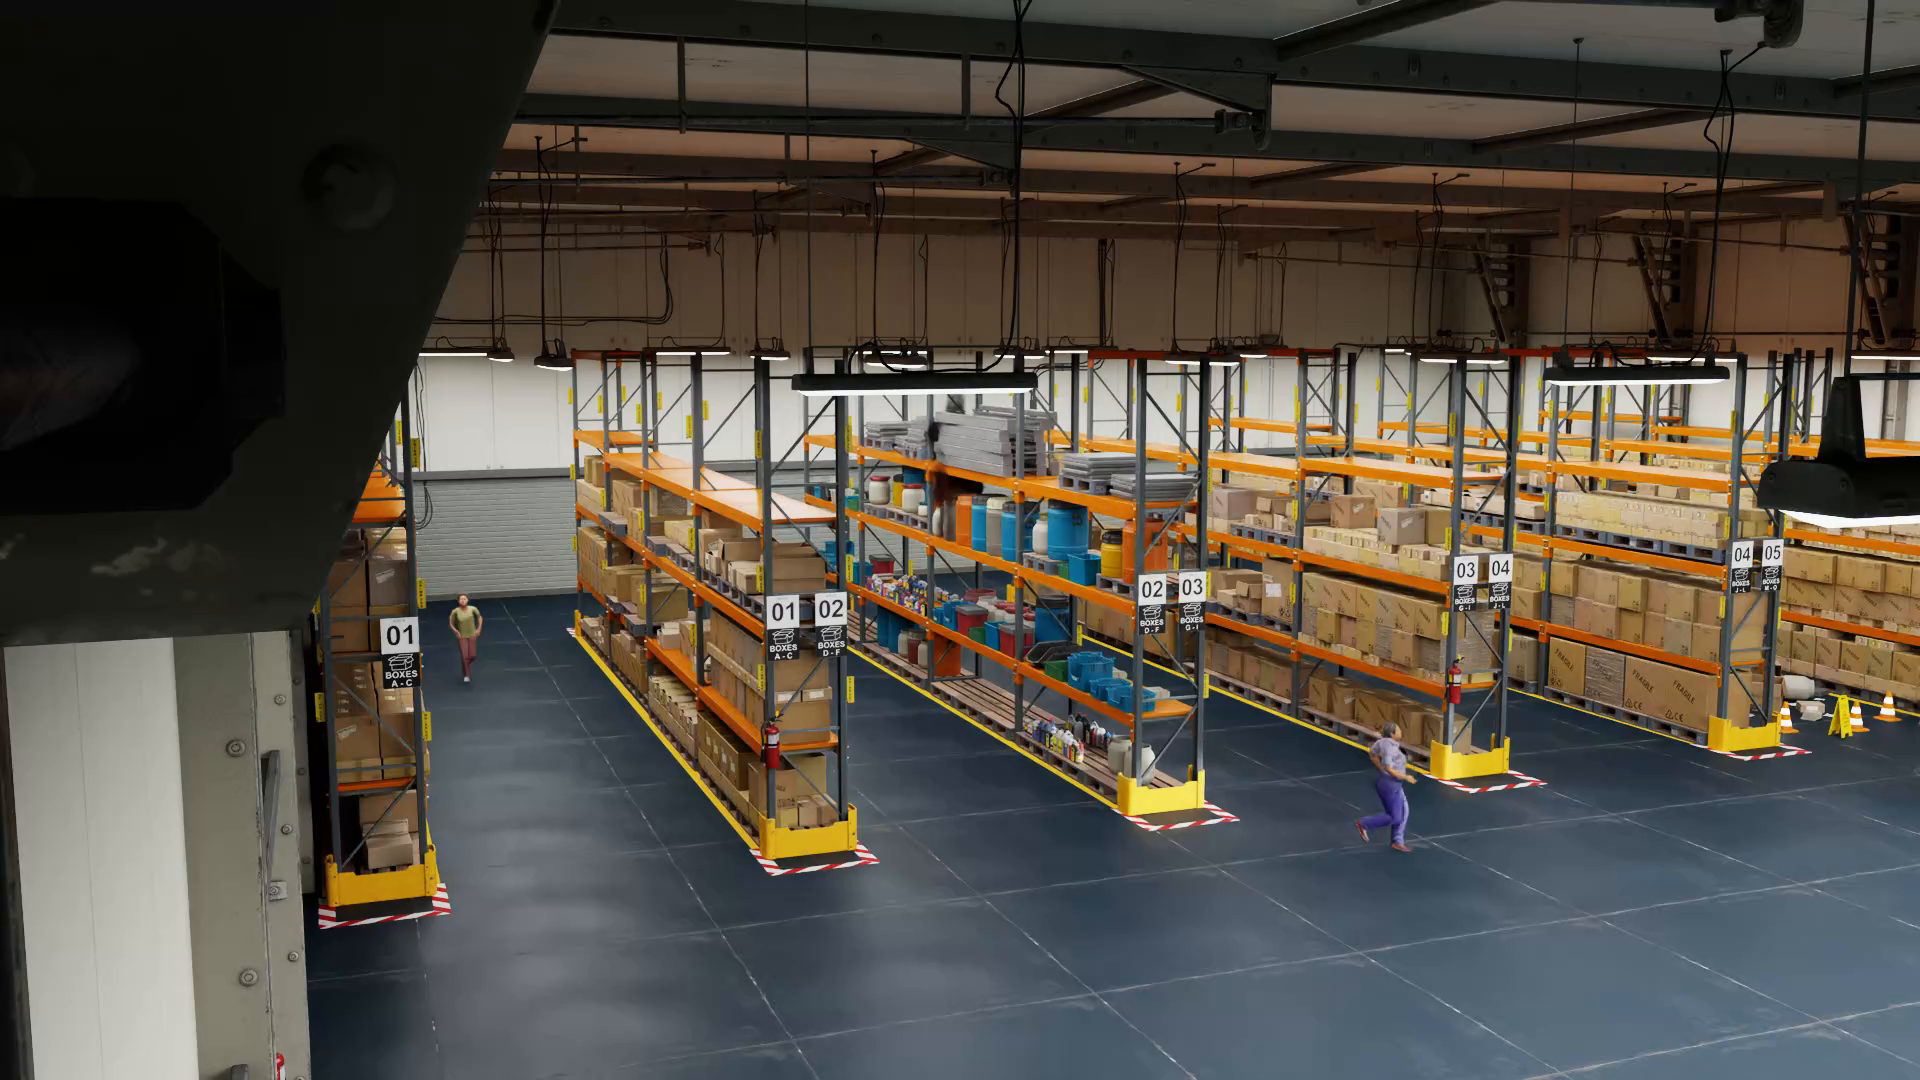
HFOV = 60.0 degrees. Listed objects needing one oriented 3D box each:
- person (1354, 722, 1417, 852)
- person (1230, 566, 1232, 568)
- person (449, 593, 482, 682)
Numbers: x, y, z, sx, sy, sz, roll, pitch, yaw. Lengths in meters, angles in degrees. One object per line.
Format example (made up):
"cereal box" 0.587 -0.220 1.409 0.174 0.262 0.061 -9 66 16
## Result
"person" 5.195 3.032 20.361 0.750 1.646 0.616 0 7 3
"person" 5.403 1.359 33.423 0.661 1.680 0.585 -2 7 -19
"person" -9.006 1.765 30.314 0.592 1.633 0.619 -3 8 -21
